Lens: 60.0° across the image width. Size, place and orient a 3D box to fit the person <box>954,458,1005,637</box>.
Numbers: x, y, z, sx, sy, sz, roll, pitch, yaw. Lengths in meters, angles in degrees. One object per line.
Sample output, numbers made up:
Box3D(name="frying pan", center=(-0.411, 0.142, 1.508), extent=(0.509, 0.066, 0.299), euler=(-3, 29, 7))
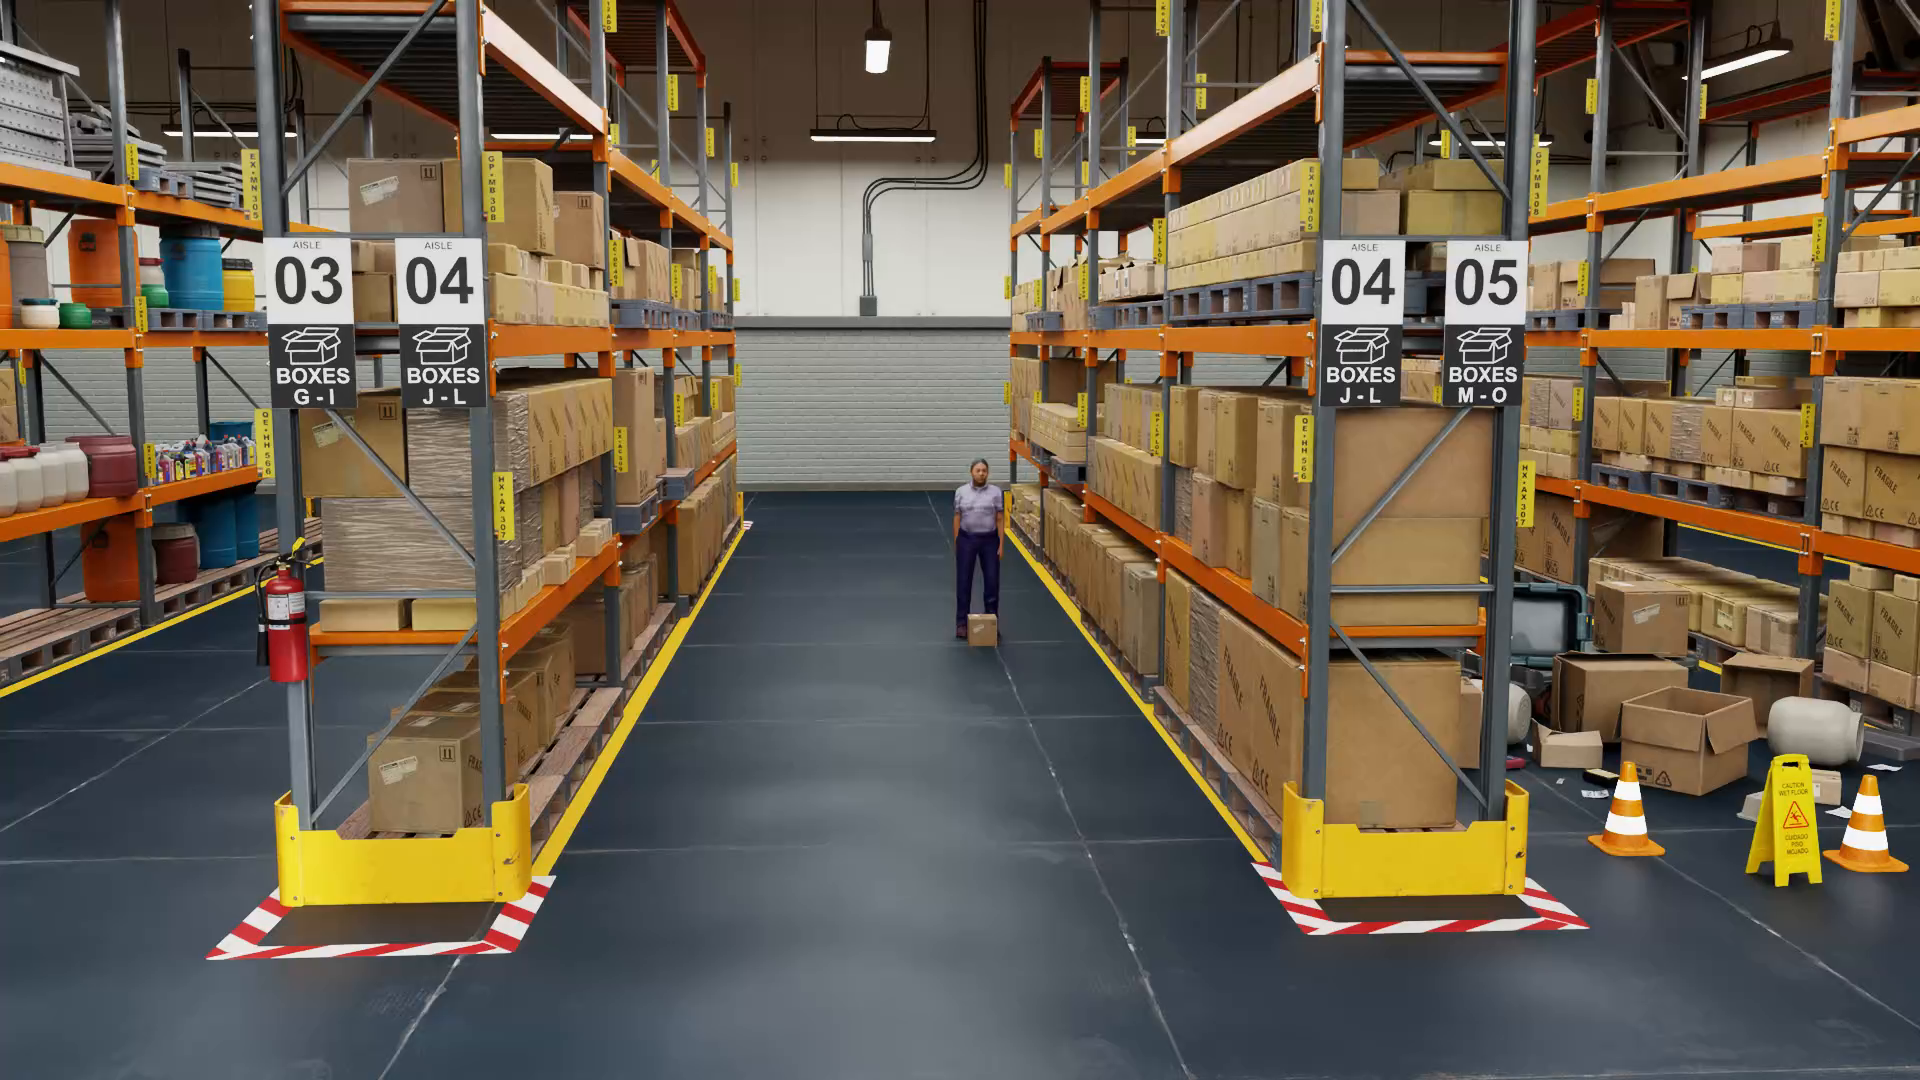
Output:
Box3D(name="person", center=(0.178, 0.064, 15.308), extent=(0.467, 1.645, 0.342), euler=(0, 7, -3))
